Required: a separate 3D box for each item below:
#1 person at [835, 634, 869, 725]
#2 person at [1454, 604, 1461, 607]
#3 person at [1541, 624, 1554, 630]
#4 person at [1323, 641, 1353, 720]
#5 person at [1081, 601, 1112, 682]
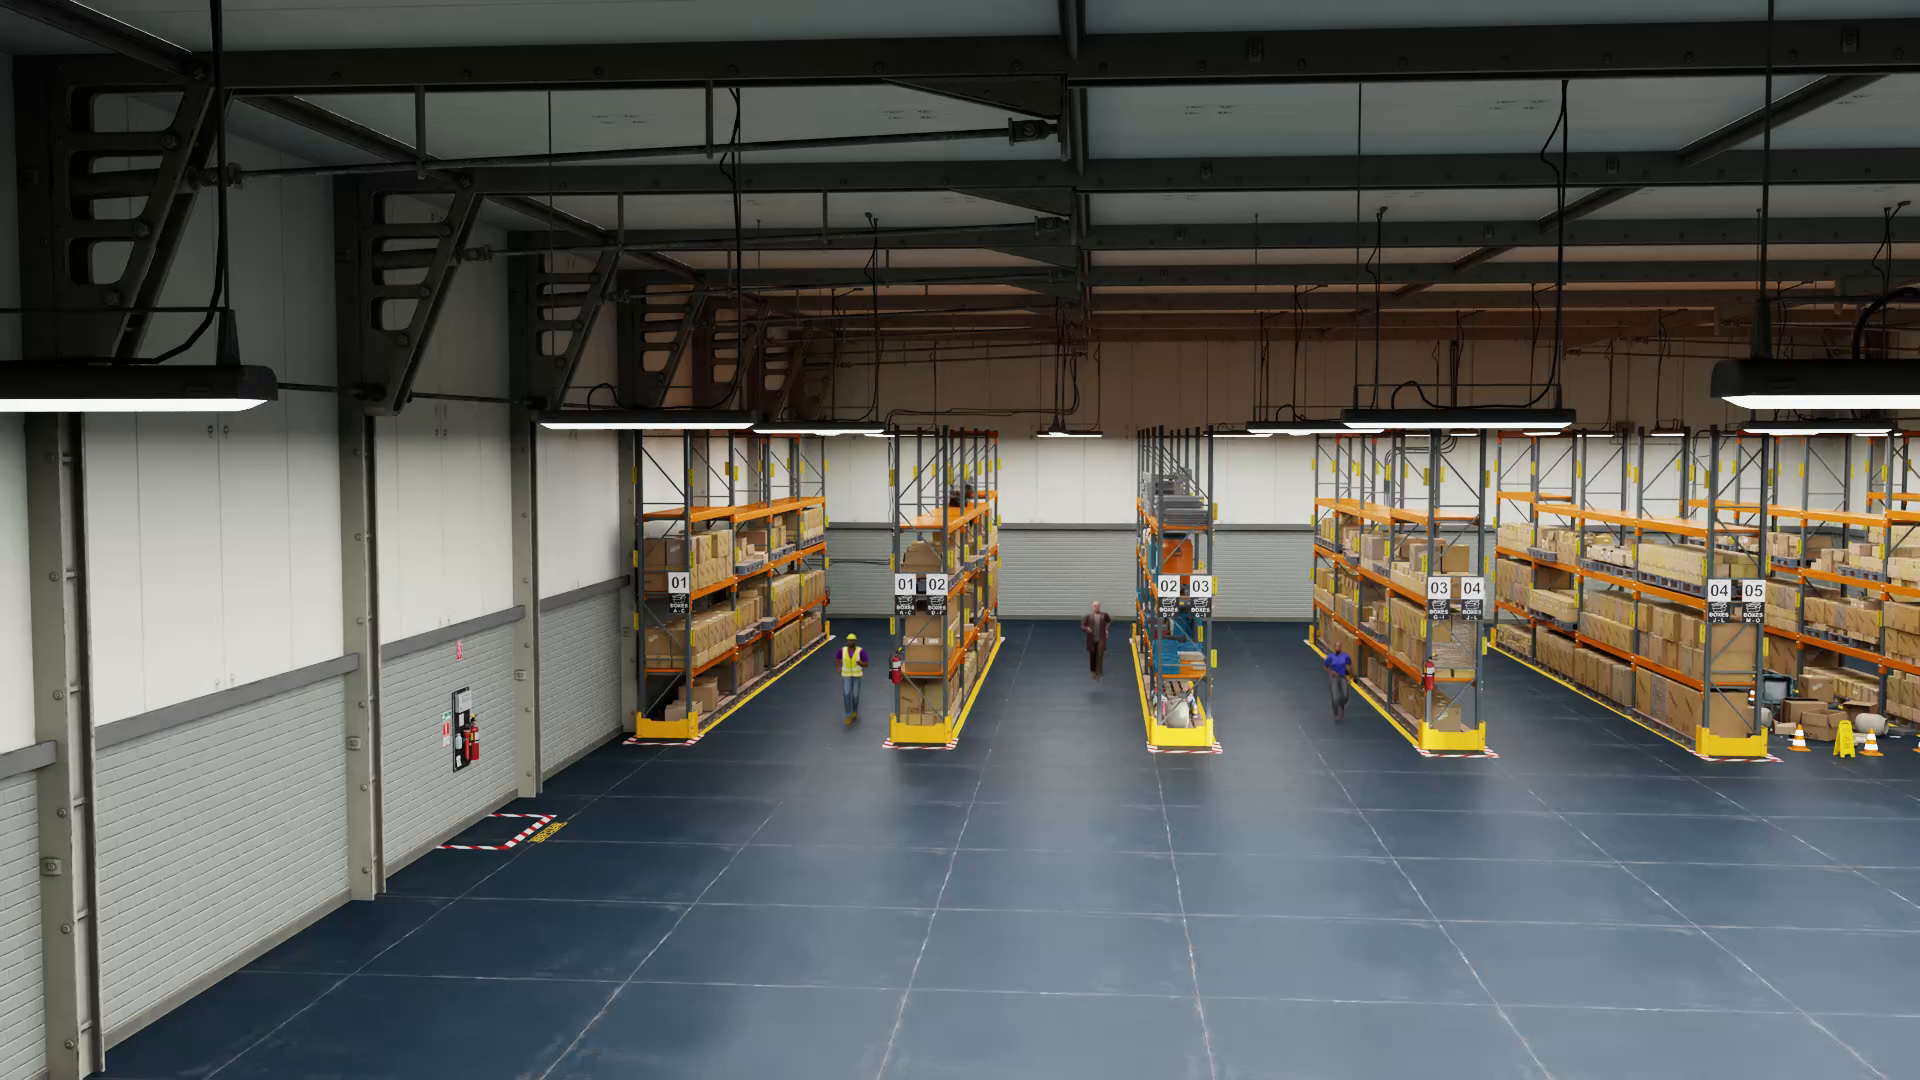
[{"bbox_3d":[-2.195,2.806,33.768,0.678,1.820,0.738,0,3,-3],"label":"person"},{"bbox_3d":[14.126,2.054,47.321,0.728,1.694,0.775,0,3,-6],"label":"person"},{"bbox_3d":[16.822,1.975,47.423,0.669,1.761,0.628,0,3,1],"label":"person"},{"bbox_3d":[7.712,2.877,33.849,0.624,1.624,0.528,0,3,3],"label":"person"},{"bbox_3d":[3.080,2.281,37.541,0.712,1.801,0.955,0,3,1],"label":"person"}]
